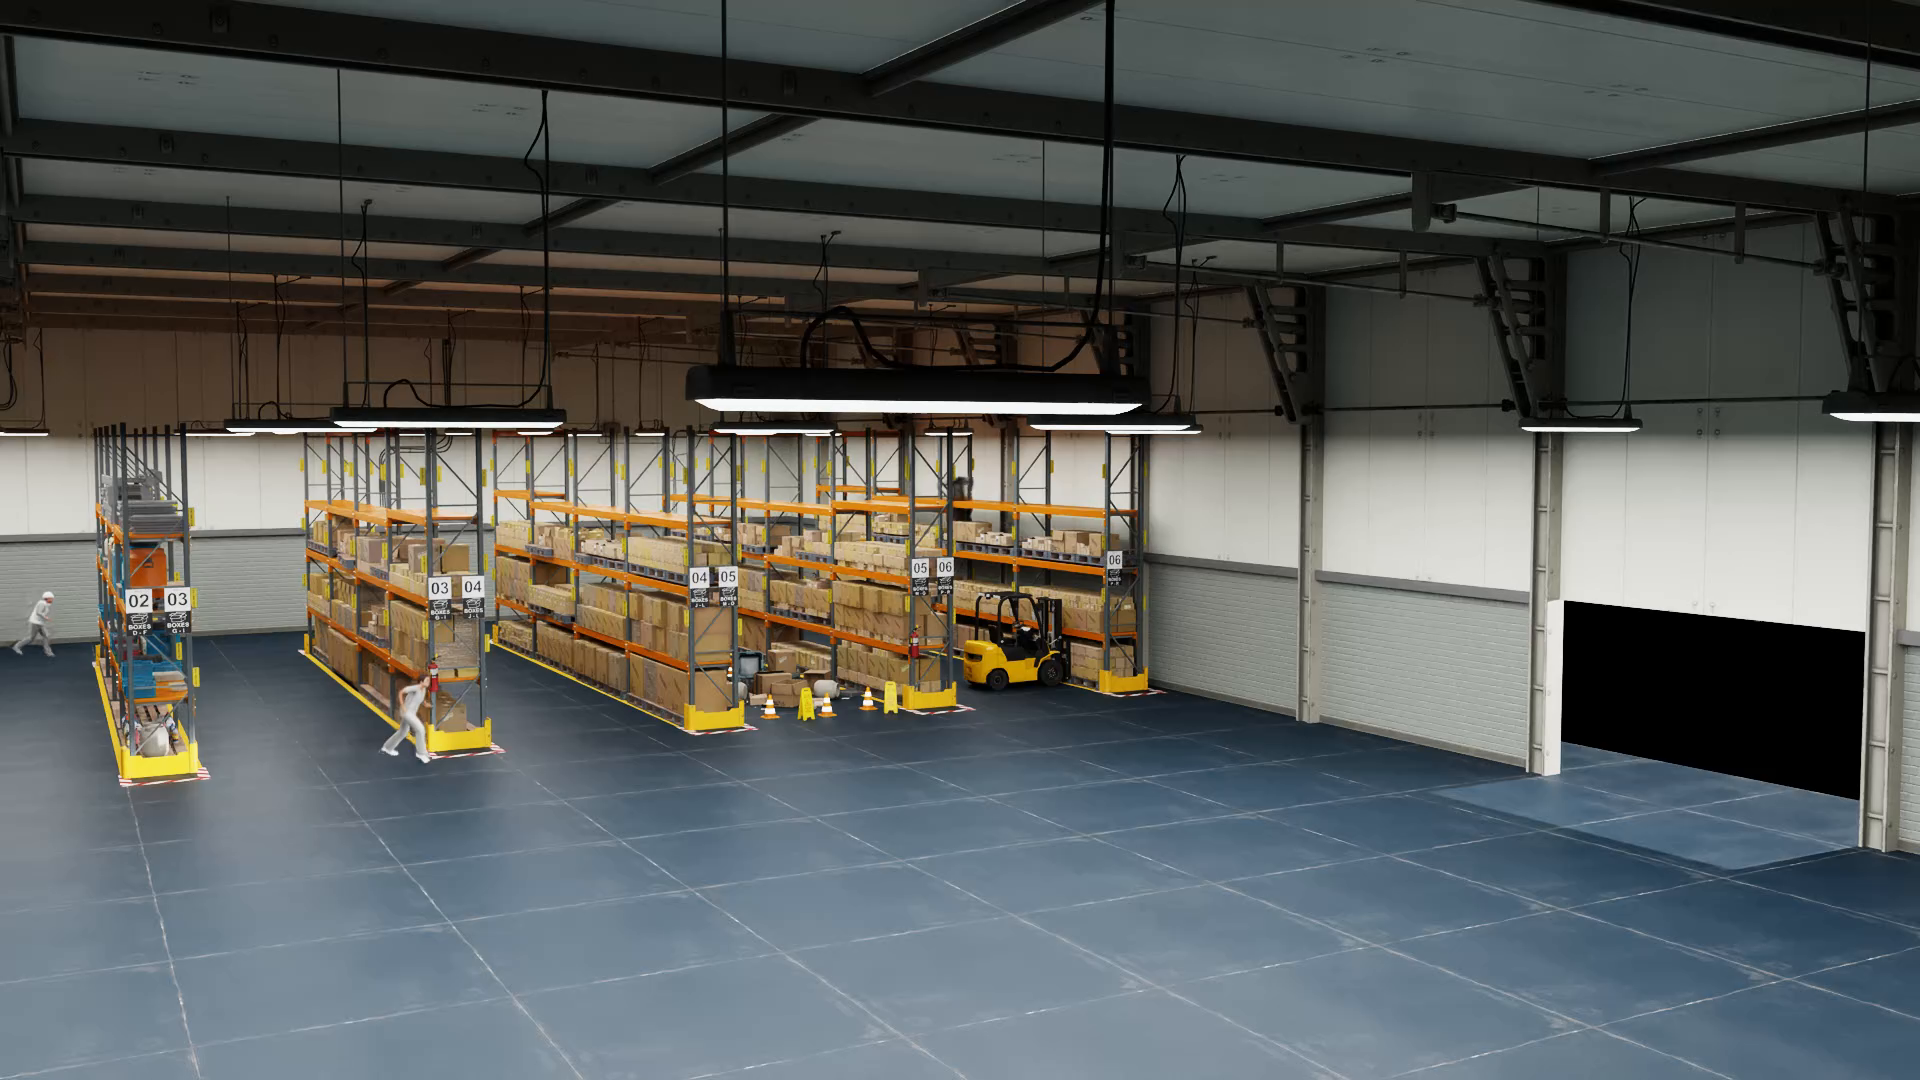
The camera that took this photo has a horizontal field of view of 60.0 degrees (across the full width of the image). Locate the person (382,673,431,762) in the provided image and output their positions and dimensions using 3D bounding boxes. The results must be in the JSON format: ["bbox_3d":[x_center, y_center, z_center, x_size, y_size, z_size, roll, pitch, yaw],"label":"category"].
[{"bbox_3d":[-9.862,3.163,29.560,0.950,1.628,0.611,1,4,11],"label":"person"}]

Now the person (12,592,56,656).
[{"bbox_3d":[-24.378,2.244,43.771,1.040,1.733,0.697,-2,4,-30],"label":"person"}]
